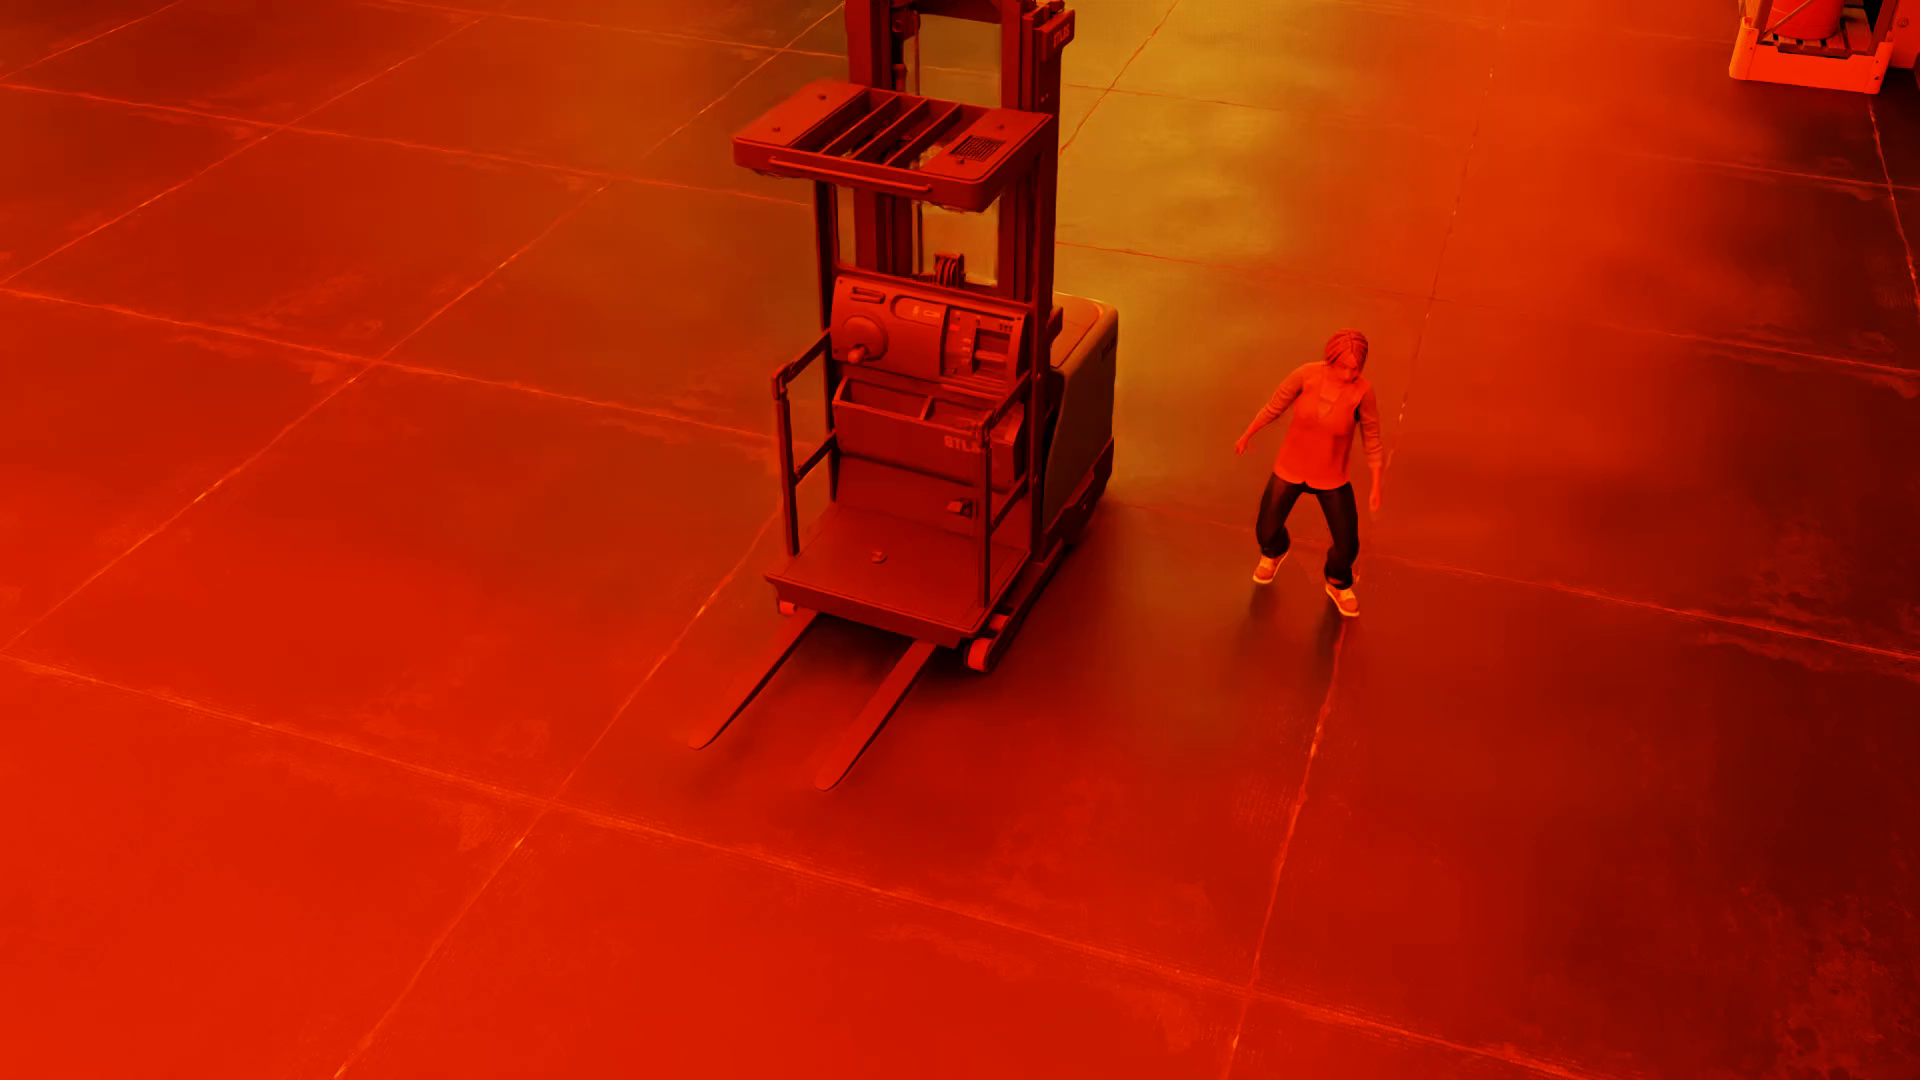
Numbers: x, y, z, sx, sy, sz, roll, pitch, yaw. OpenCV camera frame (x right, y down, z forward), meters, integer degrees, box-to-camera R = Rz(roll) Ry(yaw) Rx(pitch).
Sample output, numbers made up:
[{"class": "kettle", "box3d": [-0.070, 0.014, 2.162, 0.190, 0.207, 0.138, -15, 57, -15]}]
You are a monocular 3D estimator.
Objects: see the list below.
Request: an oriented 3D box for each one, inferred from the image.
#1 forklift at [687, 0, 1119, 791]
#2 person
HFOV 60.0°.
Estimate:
[{"class": "forklift", "box3d": [-0.237, -0.864, 7.330, 1.130, 2.935, 3.031, 14, 38, 19]}, {"class": "person", "box3d": [1.650, -0.366, 7.851, 0.732, 1.523, 0.434, 14, 38, 19]}]
